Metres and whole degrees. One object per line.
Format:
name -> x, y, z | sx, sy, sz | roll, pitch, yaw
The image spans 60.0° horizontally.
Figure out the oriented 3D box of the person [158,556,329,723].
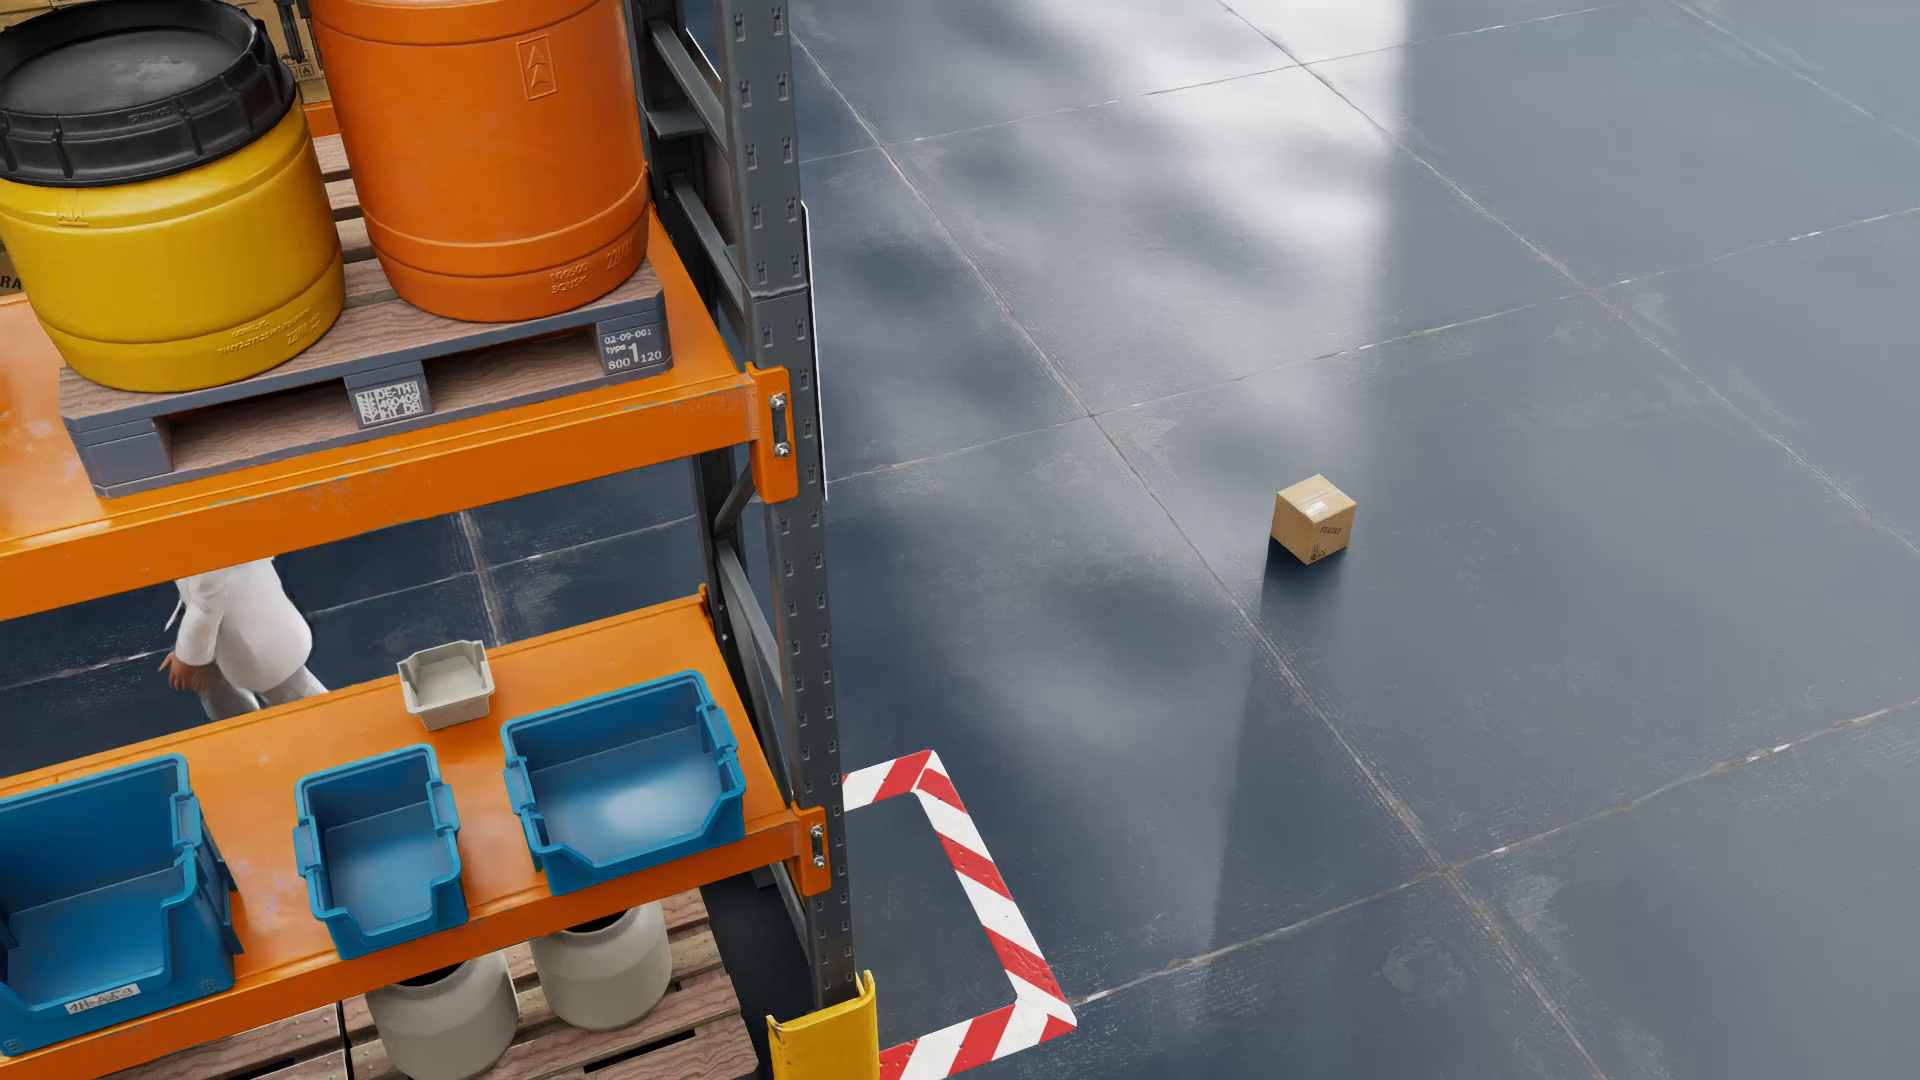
person -> -2.581, 0.278, 5.882 | 0.664, 1.855, 0.586 | -16, 44, -17
